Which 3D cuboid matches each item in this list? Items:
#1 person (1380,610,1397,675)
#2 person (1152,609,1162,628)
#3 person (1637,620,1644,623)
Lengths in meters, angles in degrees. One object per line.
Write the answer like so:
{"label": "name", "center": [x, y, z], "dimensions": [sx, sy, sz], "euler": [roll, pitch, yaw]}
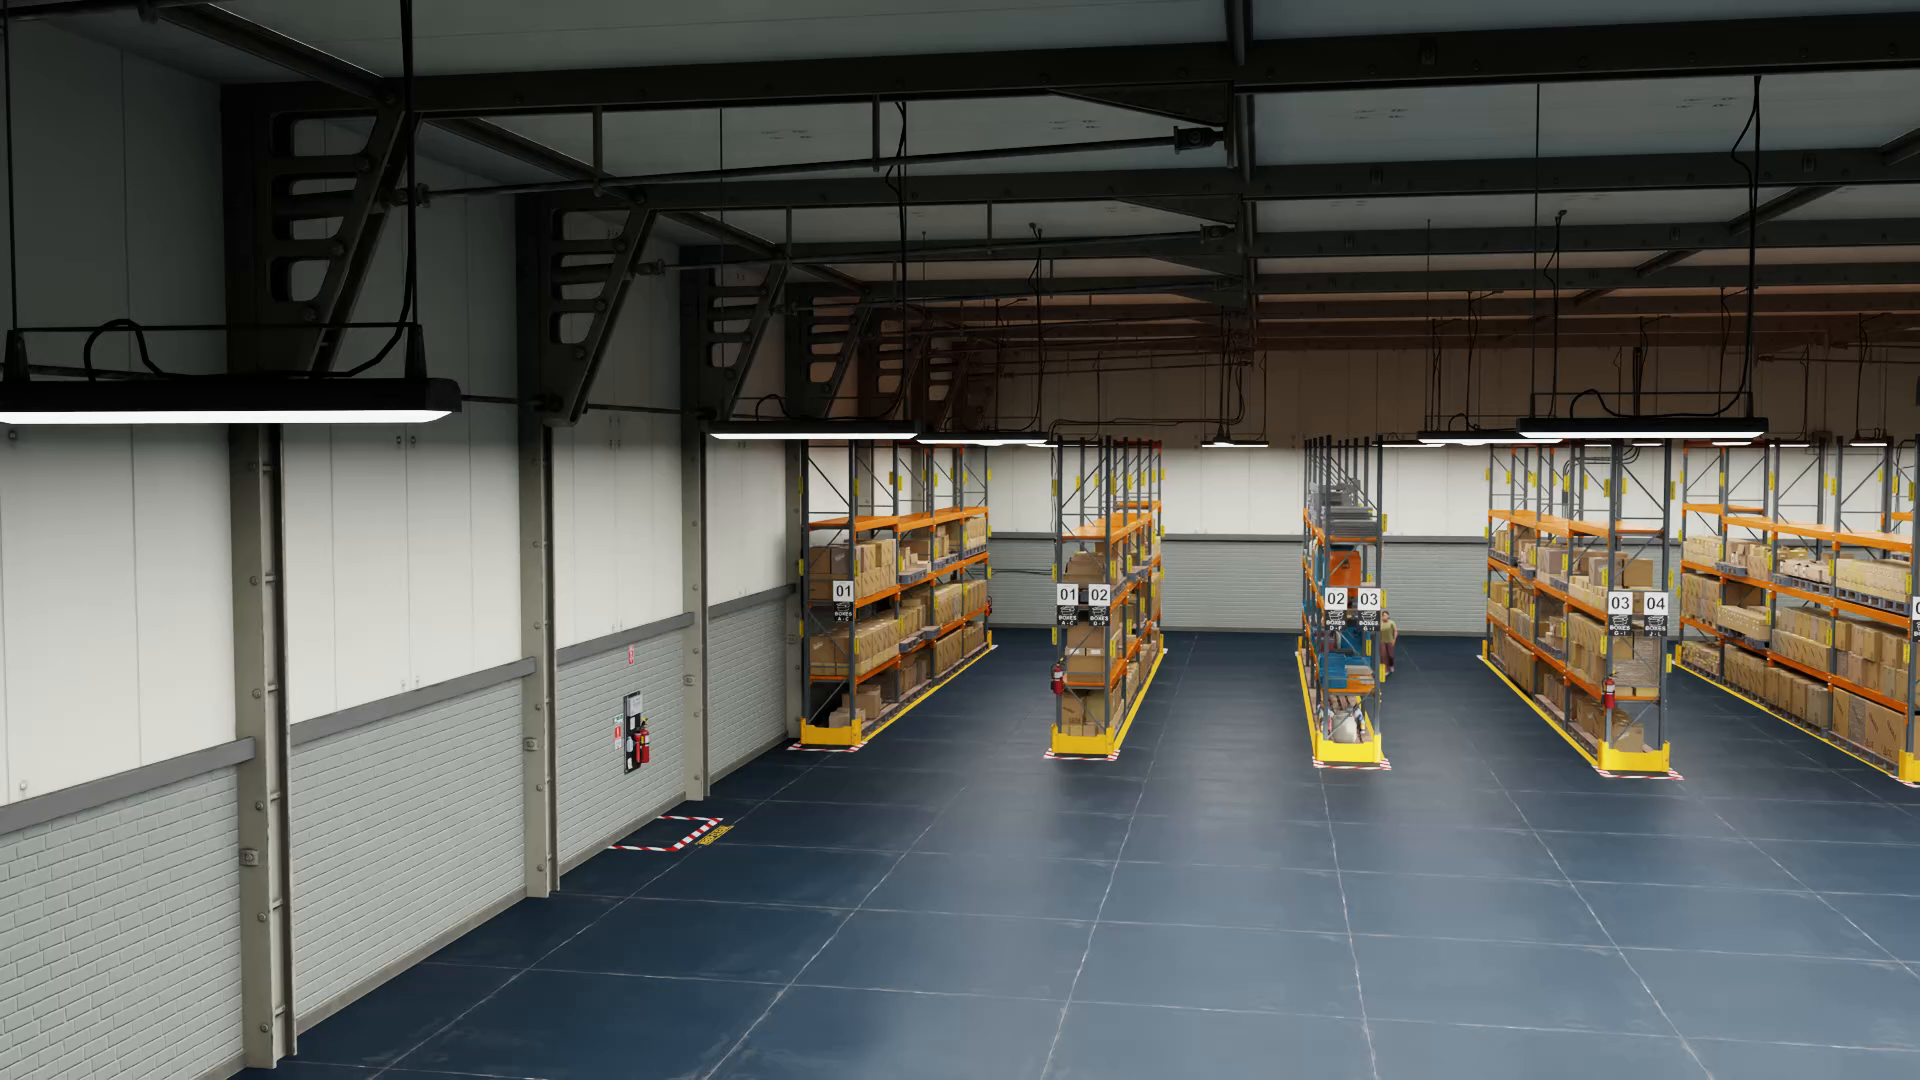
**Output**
{"label": "person", "center": [10.910, 2.610, 42.468], "dimensions": [0.510, 1.652, 0.560], "euler": [1, 3, 23]}
{"label": "person", "center": [5.656, 2.194, 49.009], "dimensions": [0.560, 1.758, 0.808], "euler": [-1, 3, -22]}
{"label": "person", "center": [18.510, 2.456, 45.223], "dimensions": [0.552, 1.690, 0.772], "euler": [2, 4, 36]}
